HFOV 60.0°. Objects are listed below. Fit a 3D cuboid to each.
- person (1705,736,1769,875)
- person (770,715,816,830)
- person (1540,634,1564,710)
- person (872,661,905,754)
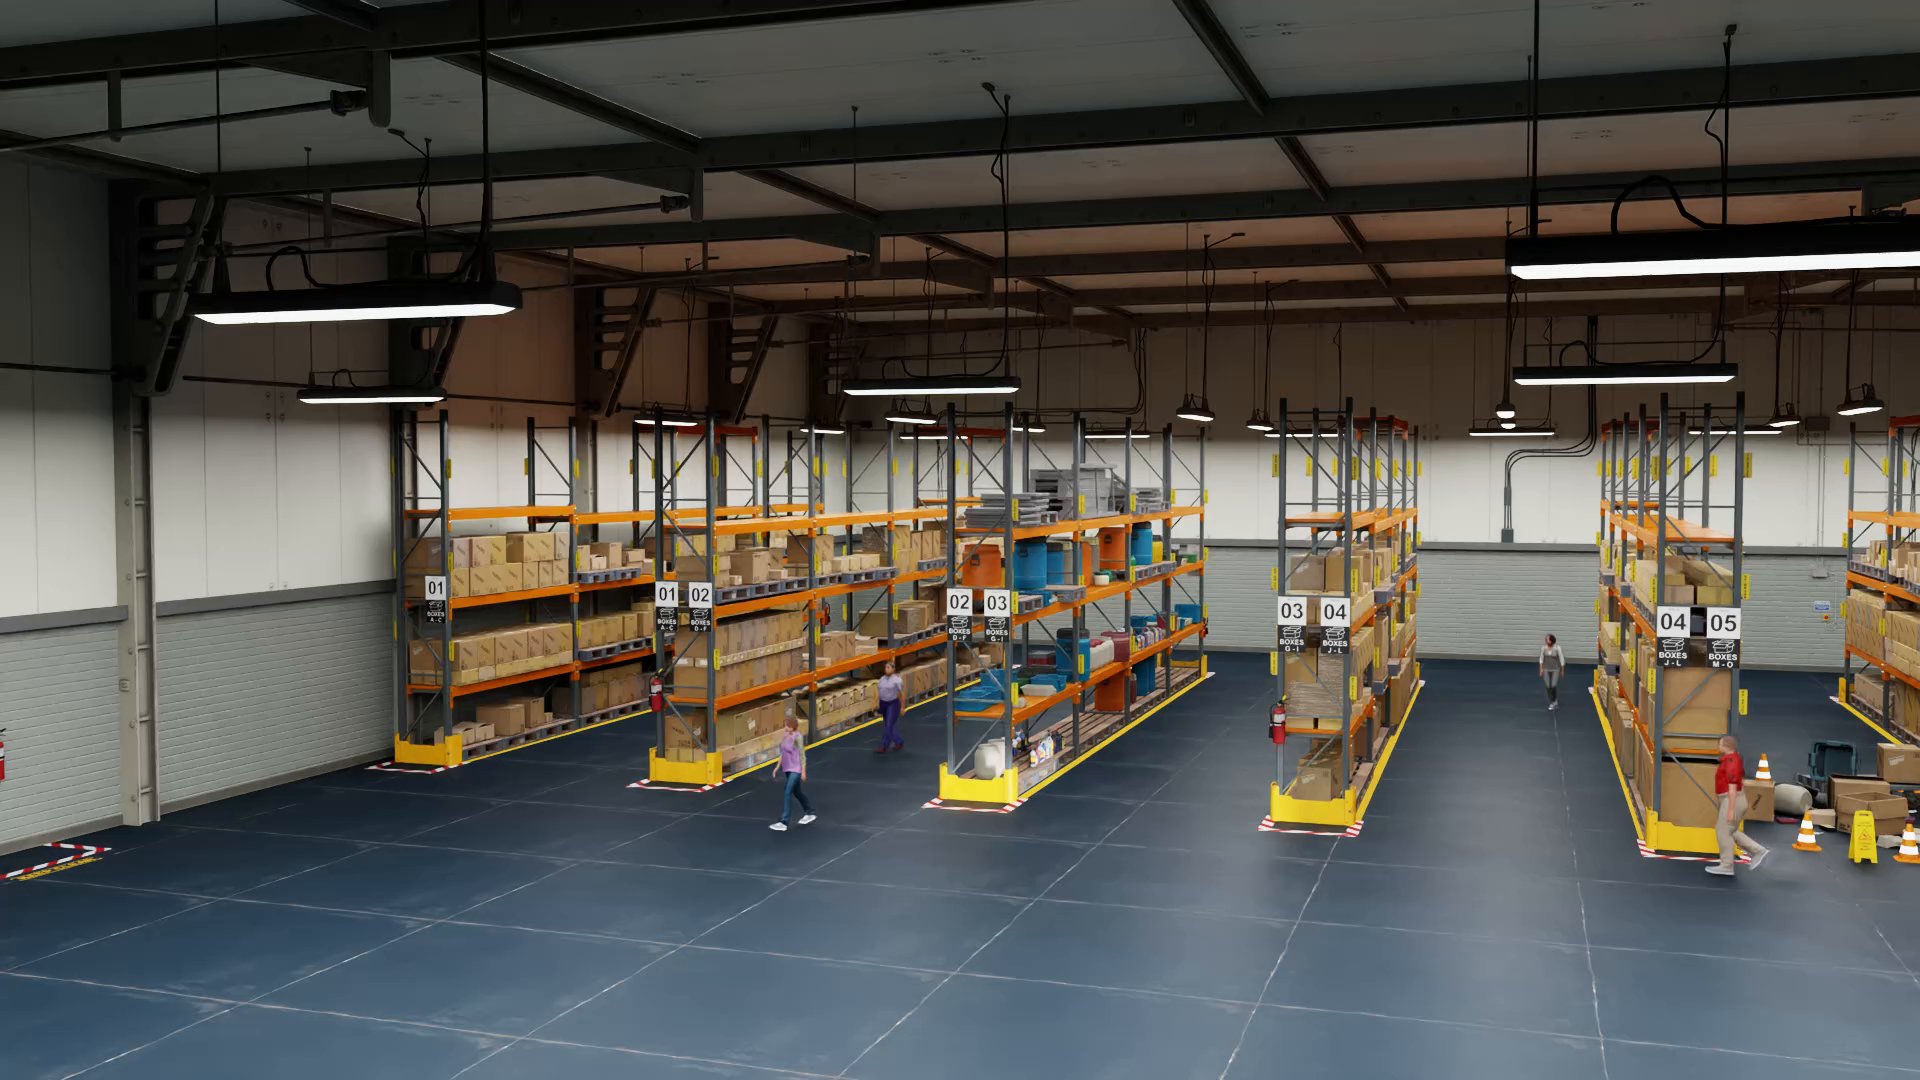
[{"bbox_3d":[9.554,3.254,20.417,0.706,1.701,0.543,1,3,26],"label":"person"},{"bbox_3d":[-2.337,3.220,23.152,0.817,1.563,0.427,-1,3,-29],"label":"person"},{"bbox_3d":[12.290,2.737,34.547,0.501,1.580,0.417,2,3,34],"label":"person"},{"bbox_3d":[-1.282,2.934,29.143,0.530,1.591,0.991,2,3,43],"label":"person"}]
